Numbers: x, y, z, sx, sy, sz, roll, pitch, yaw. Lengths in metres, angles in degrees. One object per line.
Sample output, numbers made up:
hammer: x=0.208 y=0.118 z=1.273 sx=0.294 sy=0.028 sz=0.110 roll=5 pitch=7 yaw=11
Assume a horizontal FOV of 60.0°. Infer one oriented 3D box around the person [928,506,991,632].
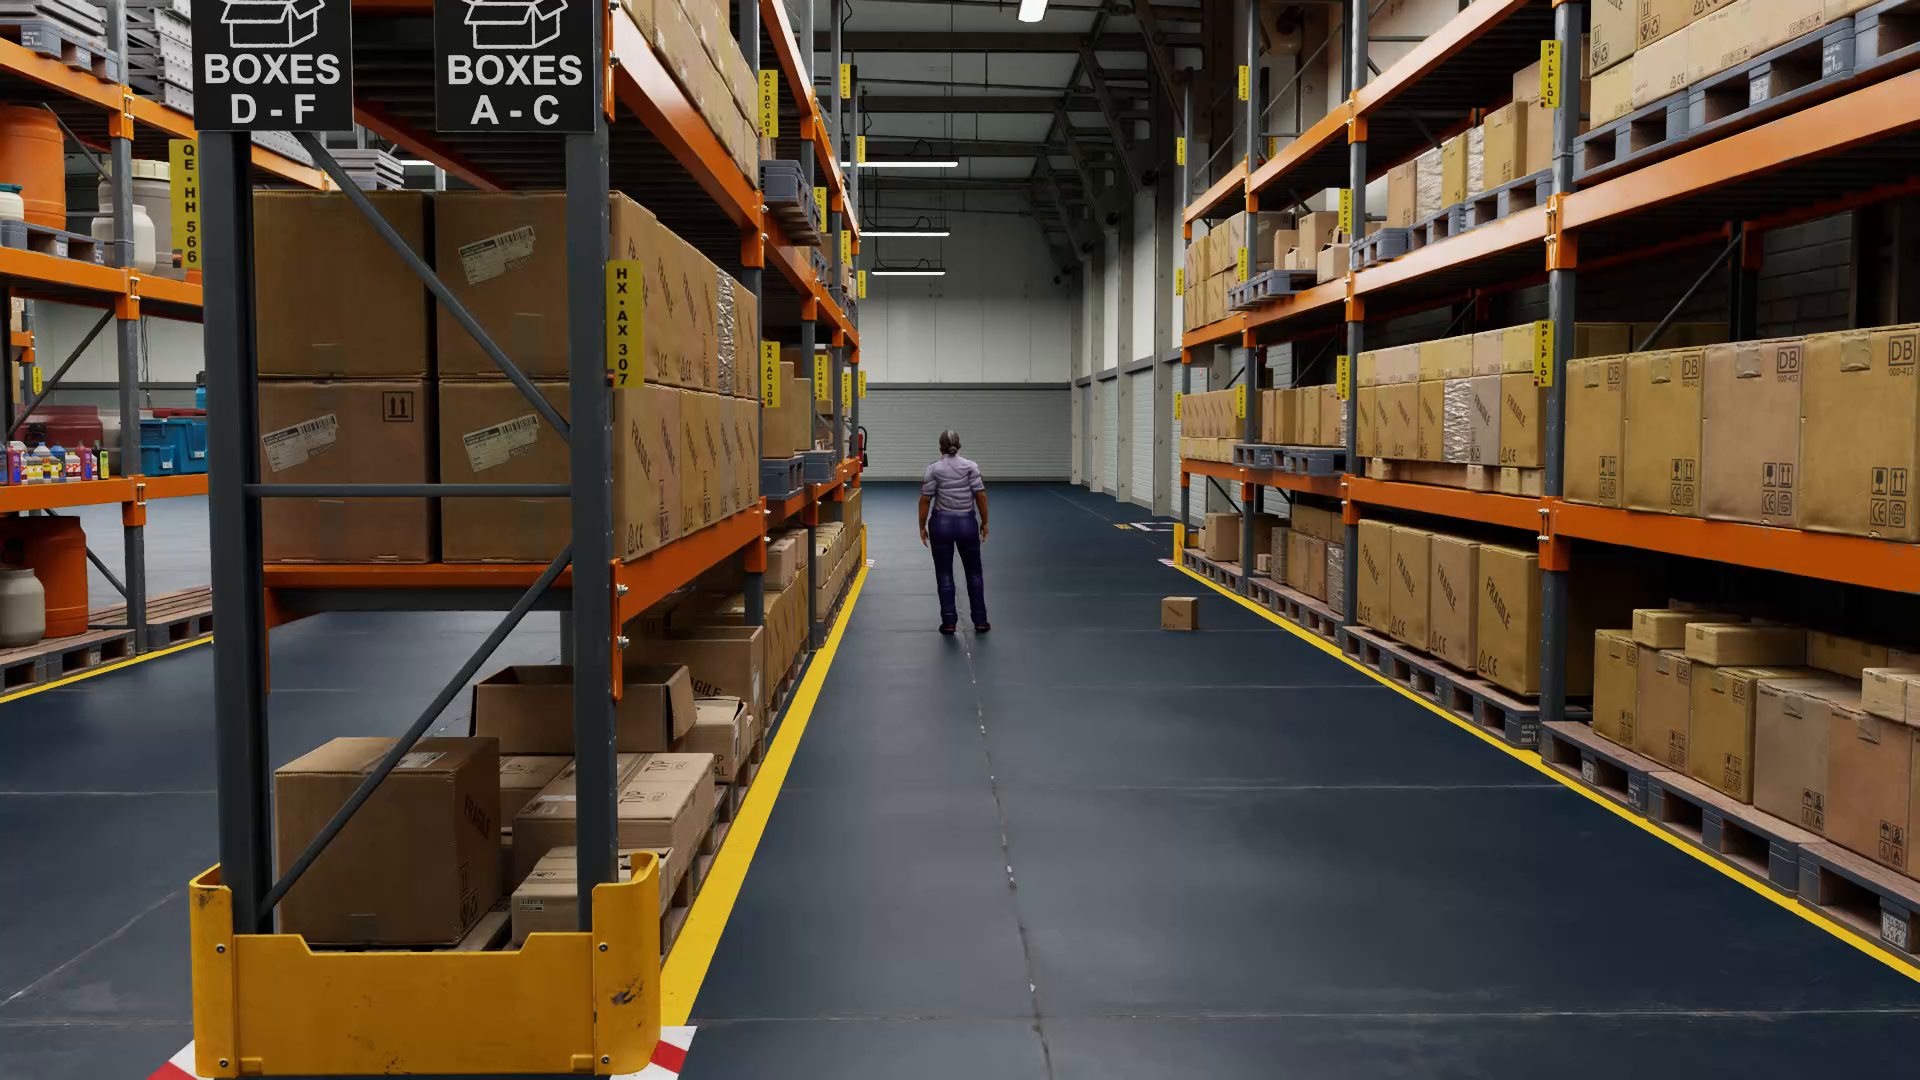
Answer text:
person: x=0.000 y=0.234 z=13.594 sx=0.525 sy=1.031 sz=0.500 roll=0 pitch=4 yaw=-2
